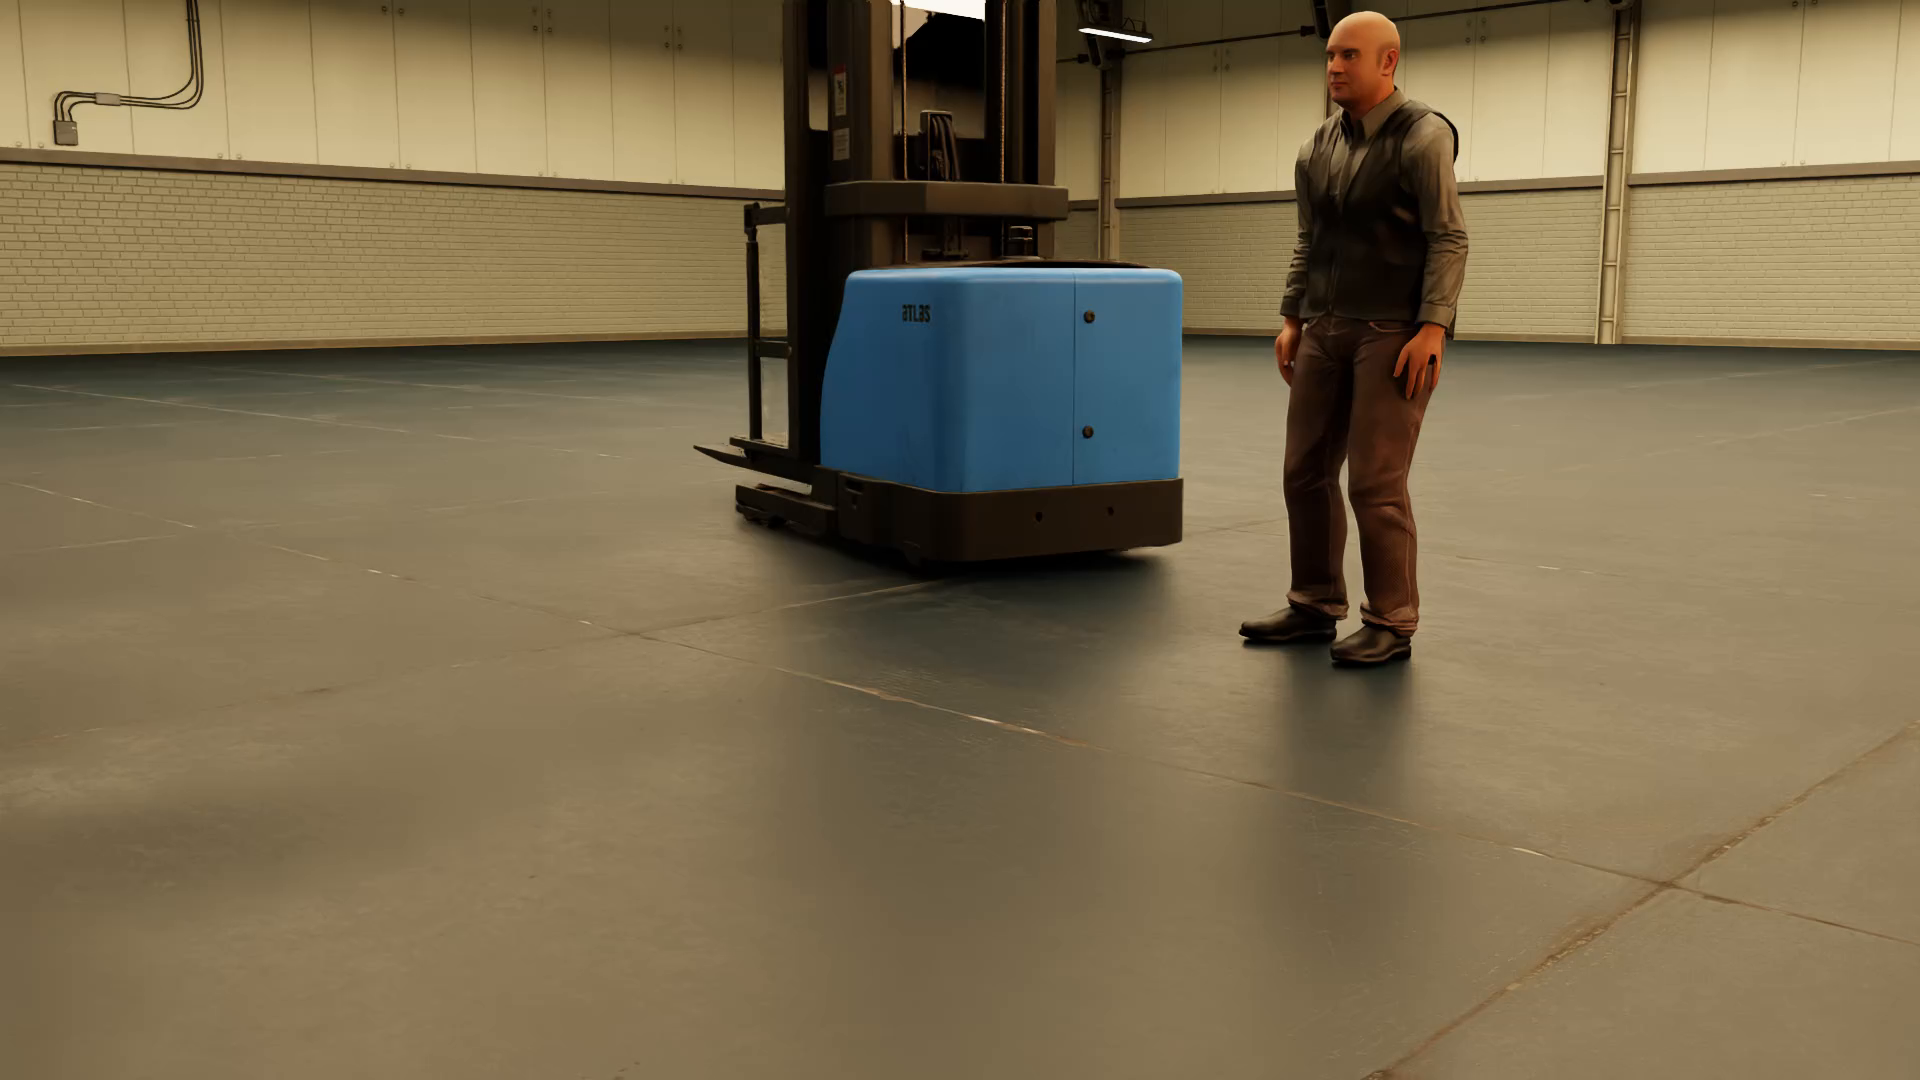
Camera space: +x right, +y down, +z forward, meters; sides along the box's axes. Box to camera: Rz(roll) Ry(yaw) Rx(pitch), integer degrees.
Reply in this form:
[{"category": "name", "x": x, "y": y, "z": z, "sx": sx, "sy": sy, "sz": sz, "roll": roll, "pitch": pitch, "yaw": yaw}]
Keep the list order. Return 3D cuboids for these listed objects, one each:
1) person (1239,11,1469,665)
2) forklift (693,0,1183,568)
[{"category": "person", "x": 1.112, "y": -0.541, "z": 4.540, "sx": 0.421, "sy": 1.720, "sz": 0.589, "roll": -5, "pitch": 10, "yaw": -32}, {"category": "forklift", "x": -0.322, "y": -1.530, "z": 7.038, "sx": 1.130, "sy": 2.935, "sz": 3.031, "roll": -5, "pitch": 10, "yaw": -28}]
